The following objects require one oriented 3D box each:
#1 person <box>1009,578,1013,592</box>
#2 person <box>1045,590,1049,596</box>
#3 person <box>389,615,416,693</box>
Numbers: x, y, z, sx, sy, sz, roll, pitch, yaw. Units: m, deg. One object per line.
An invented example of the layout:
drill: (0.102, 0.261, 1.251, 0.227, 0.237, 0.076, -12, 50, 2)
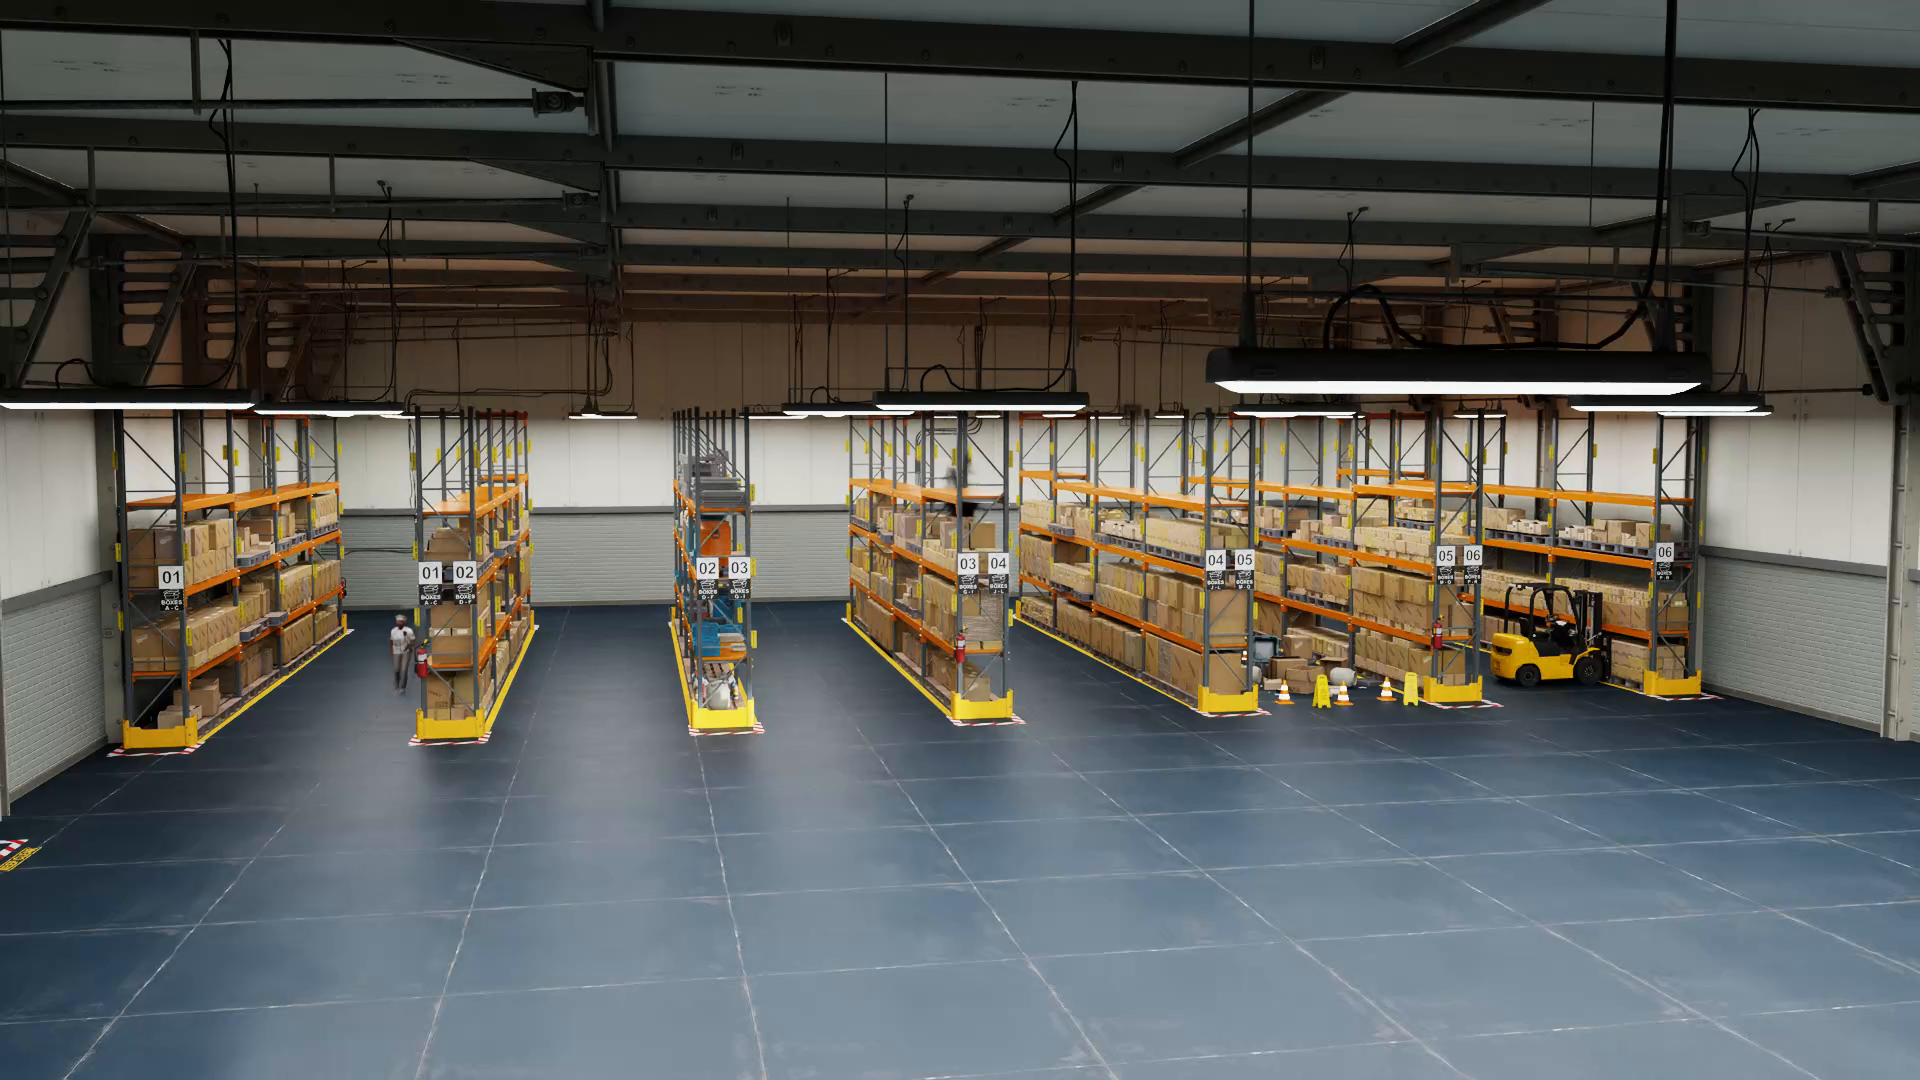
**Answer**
person: (1.121, 1.624, 45.191, 0.656, 1.824, 0.732, -1, 4, -15)
person: (2.755, 1.348, 50.065, 0.518, 1.633, 0.832, 2, 4, 23)
person: (-11.775, 2.402, 35.093, 0.566, 1.670, 0.571, -1, 4, -9)
